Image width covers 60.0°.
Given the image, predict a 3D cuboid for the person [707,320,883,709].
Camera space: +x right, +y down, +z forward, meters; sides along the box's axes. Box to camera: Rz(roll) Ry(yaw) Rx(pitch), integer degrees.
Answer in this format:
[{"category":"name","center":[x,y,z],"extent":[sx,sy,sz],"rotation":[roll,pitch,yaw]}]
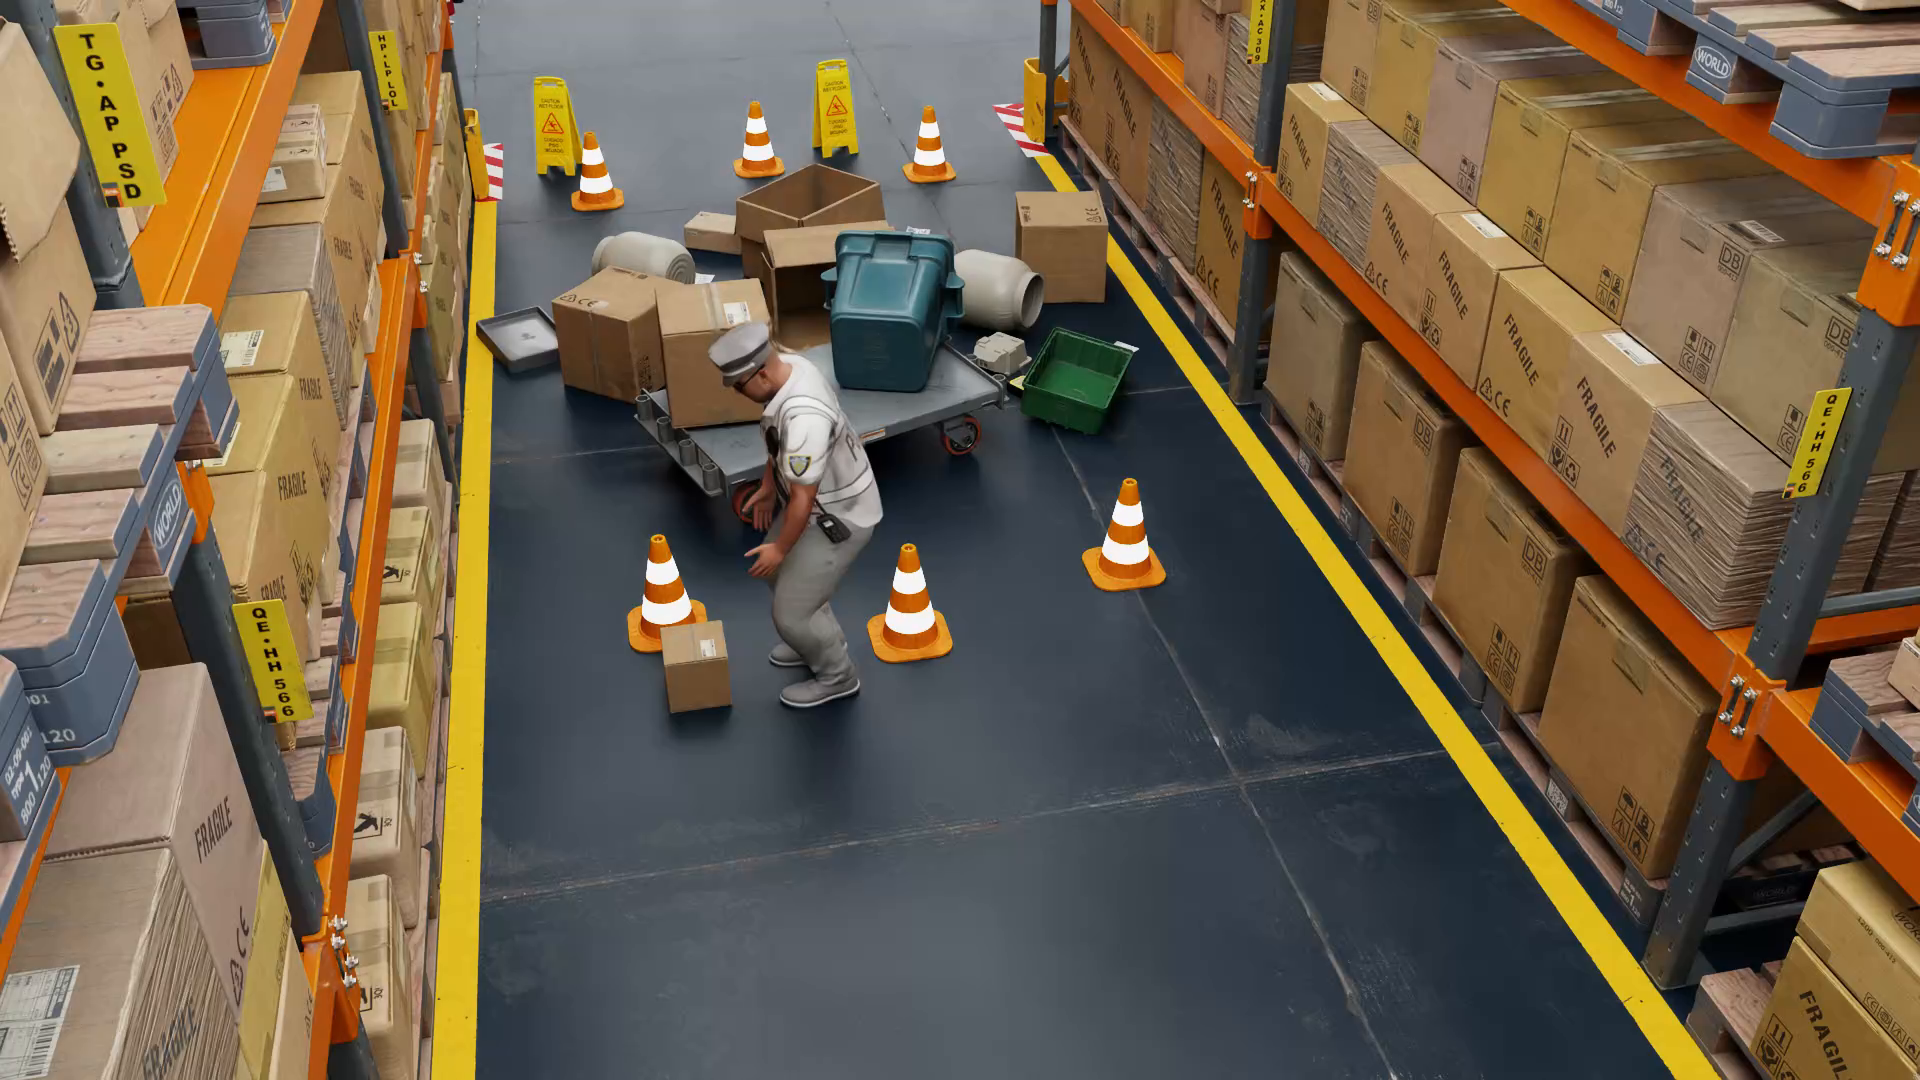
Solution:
[{"category":"person","center":[-0.604,-0.091,6.389],"extent":[0.609,1.633,0.575],"rotation":[-7,35,-10]}]
